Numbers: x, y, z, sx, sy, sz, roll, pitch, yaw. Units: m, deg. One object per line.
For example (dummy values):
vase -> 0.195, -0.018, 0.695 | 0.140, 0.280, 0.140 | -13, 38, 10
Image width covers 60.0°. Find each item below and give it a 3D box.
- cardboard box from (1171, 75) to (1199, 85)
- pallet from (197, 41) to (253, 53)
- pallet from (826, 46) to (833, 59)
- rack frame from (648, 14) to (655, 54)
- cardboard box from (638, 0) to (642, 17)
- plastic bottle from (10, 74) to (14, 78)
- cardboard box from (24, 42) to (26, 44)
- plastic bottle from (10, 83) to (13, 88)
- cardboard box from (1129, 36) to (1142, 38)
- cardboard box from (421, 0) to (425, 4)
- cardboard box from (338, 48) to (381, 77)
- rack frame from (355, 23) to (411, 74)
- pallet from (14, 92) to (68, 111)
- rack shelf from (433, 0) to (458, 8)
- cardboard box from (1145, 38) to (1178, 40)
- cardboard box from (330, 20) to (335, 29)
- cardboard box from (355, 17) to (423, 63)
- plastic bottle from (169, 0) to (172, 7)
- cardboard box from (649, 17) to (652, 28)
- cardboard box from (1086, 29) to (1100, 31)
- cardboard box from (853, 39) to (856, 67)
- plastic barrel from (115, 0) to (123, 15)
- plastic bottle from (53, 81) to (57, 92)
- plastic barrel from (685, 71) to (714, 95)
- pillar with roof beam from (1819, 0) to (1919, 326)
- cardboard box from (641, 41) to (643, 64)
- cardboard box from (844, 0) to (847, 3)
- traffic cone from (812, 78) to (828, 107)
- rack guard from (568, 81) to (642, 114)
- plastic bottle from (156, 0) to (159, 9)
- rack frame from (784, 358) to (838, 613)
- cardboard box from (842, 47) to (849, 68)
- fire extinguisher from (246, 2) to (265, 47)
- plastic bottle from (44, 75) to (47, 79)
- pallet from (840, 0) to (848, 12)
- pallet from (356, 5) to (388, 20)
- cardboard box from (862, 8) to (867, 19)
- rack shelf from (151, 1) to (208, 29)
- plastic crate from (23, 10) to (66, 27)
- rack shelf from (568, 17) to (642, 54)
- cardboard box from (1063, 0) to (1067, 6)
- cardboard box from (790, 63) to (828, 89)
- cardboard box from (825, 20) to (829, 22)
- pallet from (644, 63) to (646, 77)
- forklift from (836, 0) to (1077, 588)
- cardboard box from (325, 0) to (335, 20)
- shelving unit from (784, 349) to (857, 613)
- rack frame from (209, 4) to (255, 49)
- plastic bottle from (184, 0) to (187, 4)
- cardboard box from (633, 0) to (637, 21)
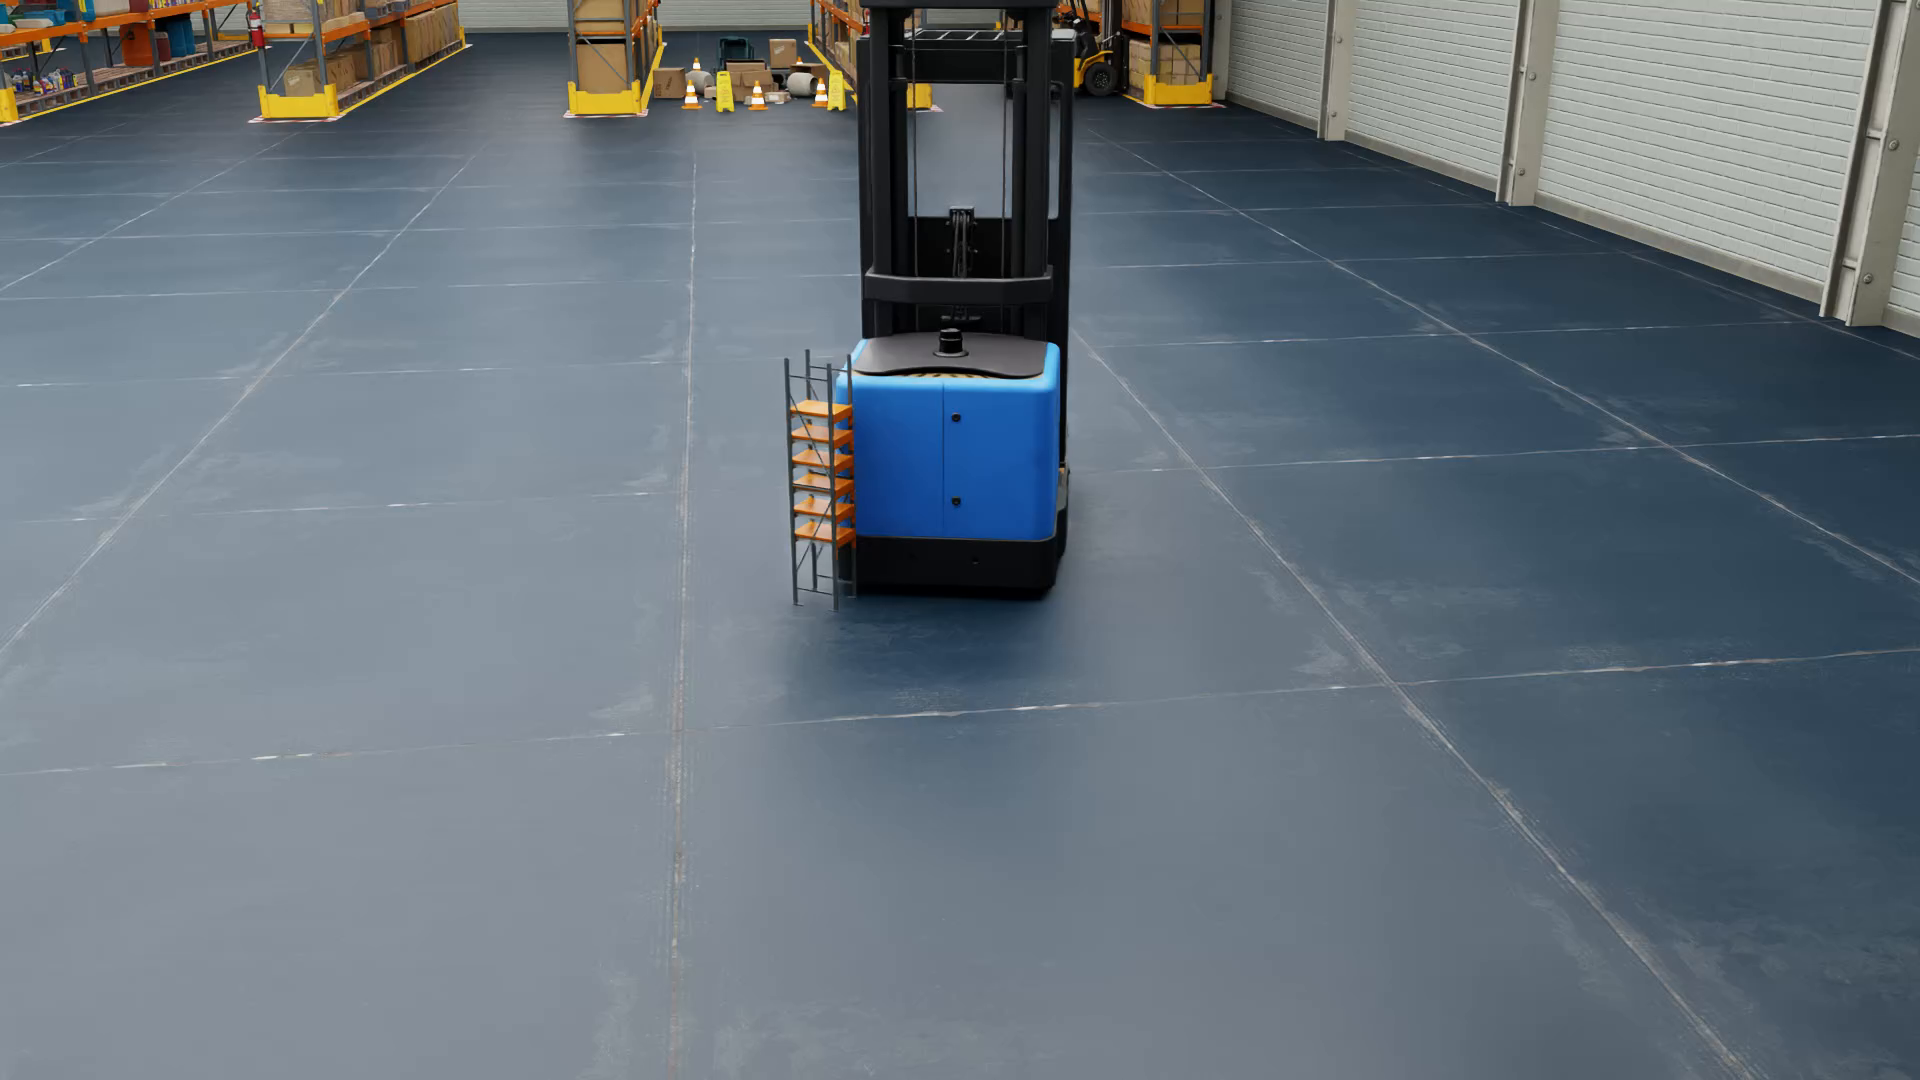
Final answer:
cardboard box -> 3.967, -8.223, 29.774 | 0.500, 0.250, 0.500 | -3, 21, -8
pallet -> -18.001, -12.079, 40.754 | 1.003, 0.211, 1.213 | -3, 21, -8
pallet -> -2.611, -11.468, 39.118 | 1.003, 0.211, 1.213 | -3, 21, -8
rack frame -> -7.681, -12.753, 38.573 | 1.000, 3.000, 0.127 | -3, 21, -8
cardboard box -> -6.337, -10.225, 31.663 | 0.500, 0.500, 0.500 | -3, 21, -7
plastic bottle -> -16.636, -8.026, 29.172 | 0.061, 0.283, 0.133 | -2, 21, -5
cardboard box -> -22.692, -11.982, 39.931 | 0.380, 0.166, 0.250 | -3, 21, -8
plastic bottle -> -16.382, -7.791, 28.660 | 0.097, 0.201, 0.097 | 0, 20, 0
cardboard box -> 3.173, -9.364, 31.400 | 0.500, 0.250, 0.500 | -2, 21, -6
cardboard box -> -12.119, -12.084, 36.640 | 0.500, 0.500, 0.500 | -3, 21, -8
cardboard box -> -11.568, -9.182, 31.958 | 0.700, 0.500, 0.500 | -3, 21, -8
rack frame -> -12.027, -11.153, 34.289 | 1.000, 3.000, 0.127 | -3, 21, -8
pallet -> -16.117, -7.554, 28.638 | 1.003, 0.211, 1.213 | -3, 21, -8
rack shelf -> -12.892, -12.893, 39.977 | 1.077, 0.370, 4.000 | -3, 21, -8
cardboard box -> 3.758, -9.211, 30.992 | 0.500, 0.250, 0.500 | -3, 21, -9
cardboard box -> -10.803, -8.723, 28.143 | 0.380, 0.149, 0.250 | -3, 21, -8
cardboard box -> -12.106, -10.594, 35.230 | 1.225, 0.875, 0.875 | -4, 21, -10
plastic bottle -> -16.871, -11.491, 35.372 | 0.152, 0.276, 0.135 | -3, 21, -8
cardboard box -> -7.262, -11.706, 37.671 | 0.500, 0.250, 0.500 | -2, 21, -5
cardboard box -> 2.869, -10.546, 35.458 | 0.875, 0.625, 0.625 | -2, 21, -6
cardboard box -> -1.737, -9.125, 31.118 | 0.500, 0.500, 0.500 | -2, 21, -6
plastic barrel -> -16.508, -10.464, 32.285 | 0.421, 0.512, 0.421 | 0, 20, 0
plastic bottle -> -15.836, -7.930, 29.032 | 0.097, 0.201, 0.097 | 0, 20, 0
plastic barrel -> -4.846, -8.460, 30.763 | 0.512, 0.421, 0.421 | 12, 24, 30
pillar with roof beam -> 2.970, -5.782, 11.335 | 9.100, 9.000, 0.400 | -3, 21, -8
cardboard box -> -6.842, -9.670, 32.935 | 1.050, 0.750, 0.750 | -3, 21, -8
cardboard box -> -2.085, -10.690, 32.810 | 0.380, 0.149, 0.250 | -3, 21, -9
traffic cone -> -2.406, -7.778, 28.879 | 0.336, 0.463, 0.334 | -3, 21, -8
rack guard -> -5.948, -7.419, 27.864 | 1.175, 0.500, 0.348 | -3, 21, -8
plastic bottle -> -16.738, -11.171, 34.516 | 0.152, 0.276, 0.135 | -3, 21, -8
rack frame -> -0.681, -0.239, 7.642 | 0.240, 1.200, 0.006 | 10, 23, 24
cardboard box -> -1.931, -9.904, 34.102 | 0.950, 0.372, 0.625 | -2, 21, -6
fire extinguisher -> -11.313, -8.284, 26.718 | 0.296, 0.674, 0.183 | -3, 21, -8
plastic bottle -> -15.985, -8.003, 29.109 | 0.061, 0.283, 0.133 | -3, 21, -8
pallet -> -1.895, -10.879, 33.831 | 1.003, 0.211, 1.213 | -3, 21, -8
pallet -> -11.417, -9.950, 31.343 | 1.003, 0.211, 1.213 | -3, 21, -8
cardboard box -> -1.418, -9.243, 28.608 | 0.500, 0.500, 0.500 | -3, 21, -9
rack shelf -> -17.217, -11.258, 35.600 | 1.077, 0.370, 4.000 | -3, 21, -8
plastic crate -> -15.923, -9.079, 28.949 | 0.499, 0.251, 0.616 | -3, 21, -8
rack shelf -> -6.239, -8.953, 29.429 | 1.077, 0.370, 4.000 | -3, 21, -8
cardboard box -> 2.513, -11.668, 35.883 | 0.500, 0.250, 0.500 | -3, 21, -8
cardboard box -> -2.836, -8.658, 31.179 | 0.500, 0.500, 0.500 | 12, 24, 29
cardboard box -> -3.039, -12.879, 41.973 | 0.875, 0.438, 0.875 | -2, 21, -6
pallet -> -7.065, -9.785, 34.612 | 1.003, 0.211, 1.213 | -3, 21, -8
forklift -> 0.048, -1.616, 8.853 | 1.130, 2.935, 3.031 | 2, 21, 4
cardboard box -> -11.146, -9.103, 28.234 | 0.875, 0.500, 0.500 | -3, 21, -8
shelving unit -> -0.642, -0.268, 7.719 | 0.258, 1.200, 0.189 | 10, 23, 24
rack frame -> -18.081, -13.673, 41.036 | 1.000, 3.000, 0.127 | -3, 21, -8
plastic bottle -> -17.022, -11.899, 36.358 | 0.144, 0.351, 0.185 | -3, 21, -8
cardboard box -> -6.361, -9.737, 30.284 | 0.875, 0.550, 0.550 | -3, 21, -8
